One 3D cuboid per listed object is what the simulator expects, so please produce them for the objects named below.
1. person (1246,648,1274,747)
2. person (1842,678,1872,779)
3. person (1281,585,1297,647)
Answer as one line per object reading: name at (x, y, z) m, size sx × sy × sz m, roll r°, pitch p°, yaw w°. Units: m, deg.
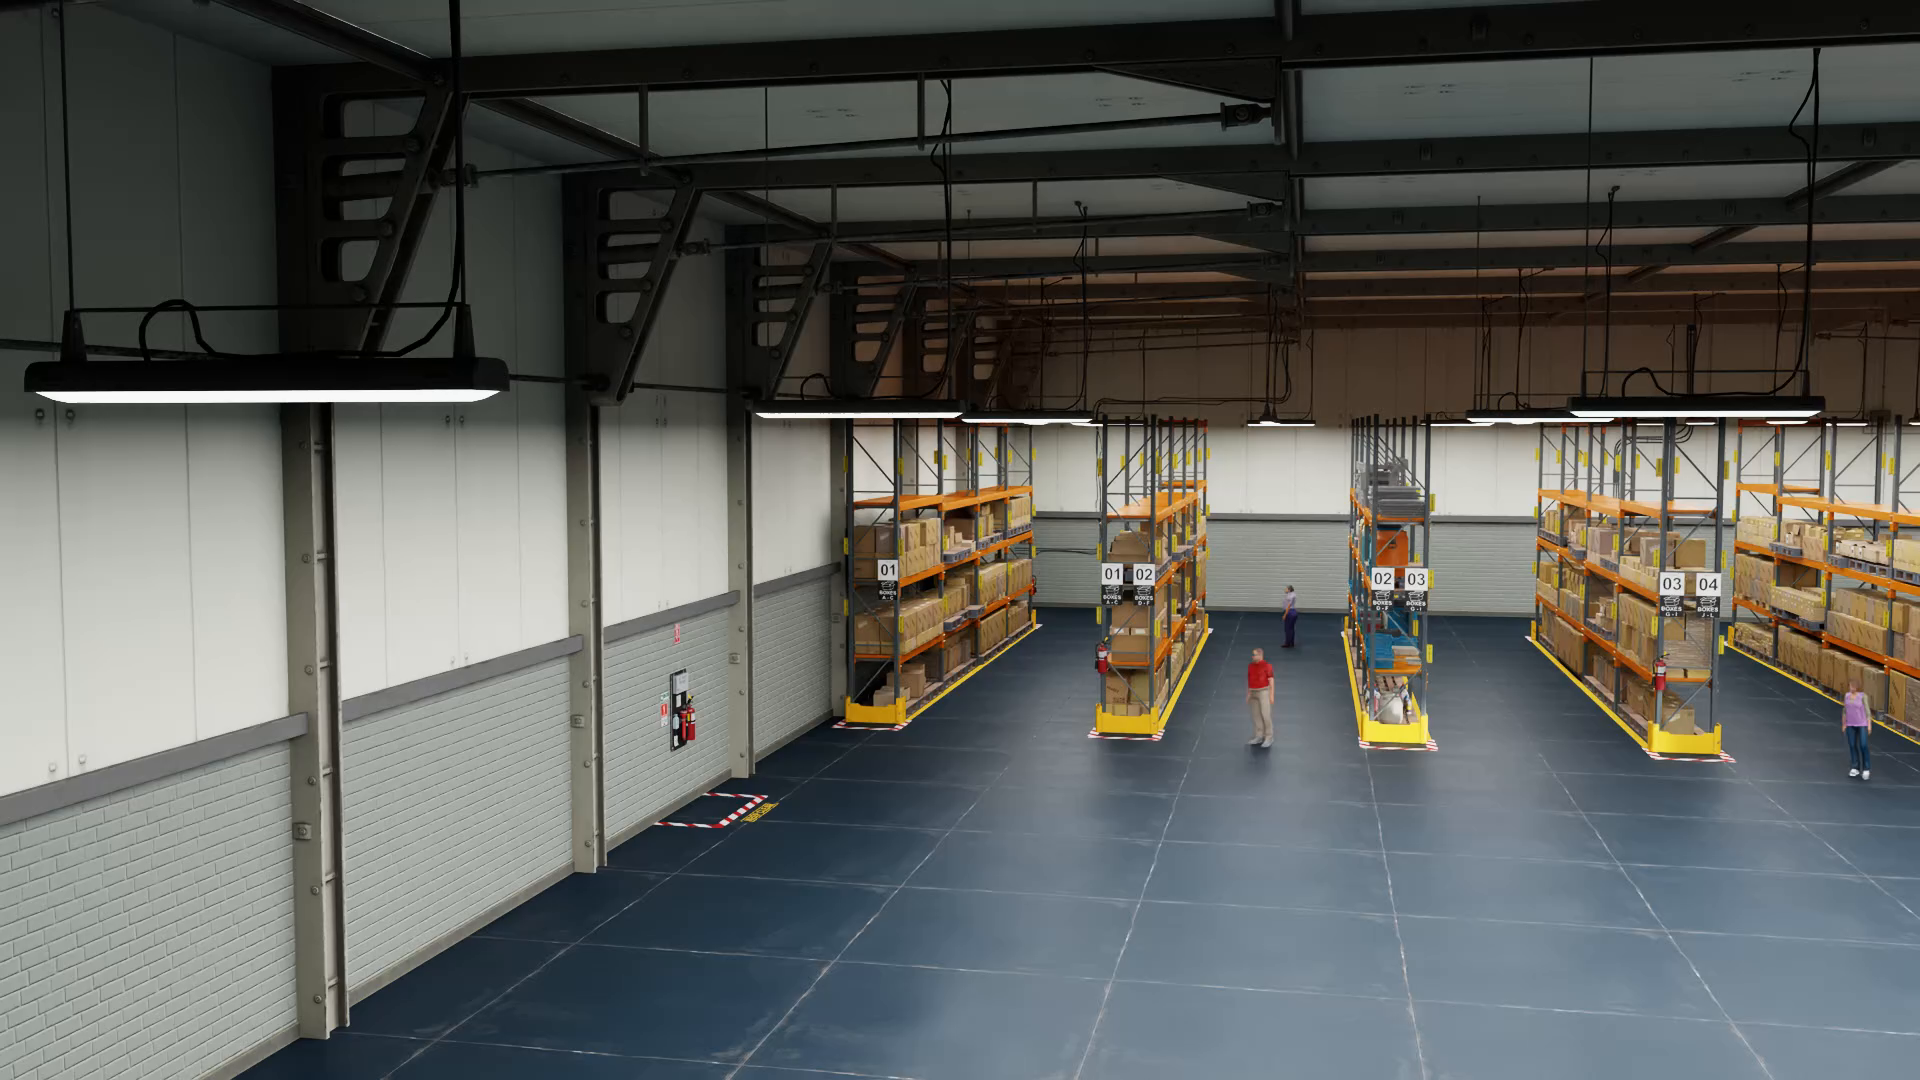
person at (5.432, 2.864, 30.235) m, size 0.385 × 1.774 × 0.604 m, roll -3°, pitch 5°, yaw -40°
person at (14.812, 3.100, 27.444) m, size 0.332 × 1.626 × 0.506 m, roll -3°, pitch 5°, yaw -34°
person at (8.611, 1.994, 43.562) m, size 0.386 × 1.660 × 0.486 m, roll 2°, pitch 4°, yaw 22°
